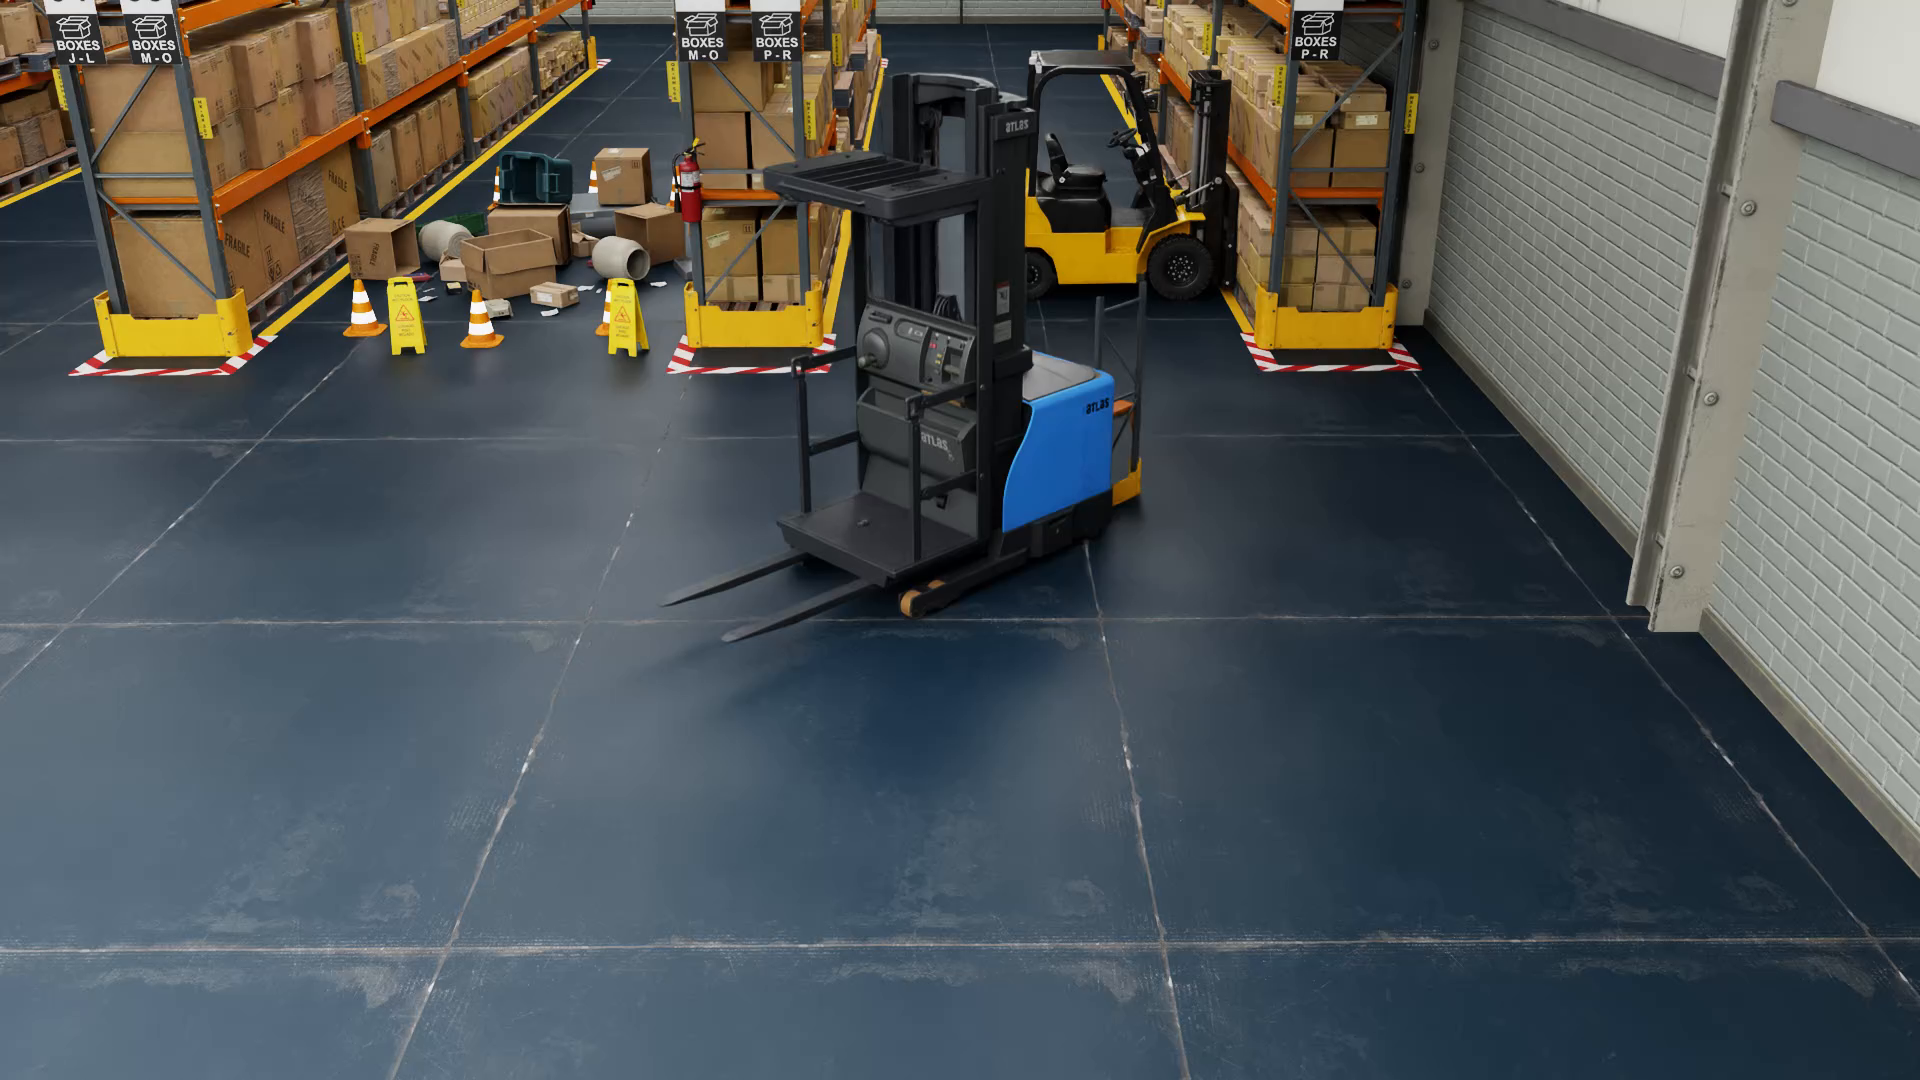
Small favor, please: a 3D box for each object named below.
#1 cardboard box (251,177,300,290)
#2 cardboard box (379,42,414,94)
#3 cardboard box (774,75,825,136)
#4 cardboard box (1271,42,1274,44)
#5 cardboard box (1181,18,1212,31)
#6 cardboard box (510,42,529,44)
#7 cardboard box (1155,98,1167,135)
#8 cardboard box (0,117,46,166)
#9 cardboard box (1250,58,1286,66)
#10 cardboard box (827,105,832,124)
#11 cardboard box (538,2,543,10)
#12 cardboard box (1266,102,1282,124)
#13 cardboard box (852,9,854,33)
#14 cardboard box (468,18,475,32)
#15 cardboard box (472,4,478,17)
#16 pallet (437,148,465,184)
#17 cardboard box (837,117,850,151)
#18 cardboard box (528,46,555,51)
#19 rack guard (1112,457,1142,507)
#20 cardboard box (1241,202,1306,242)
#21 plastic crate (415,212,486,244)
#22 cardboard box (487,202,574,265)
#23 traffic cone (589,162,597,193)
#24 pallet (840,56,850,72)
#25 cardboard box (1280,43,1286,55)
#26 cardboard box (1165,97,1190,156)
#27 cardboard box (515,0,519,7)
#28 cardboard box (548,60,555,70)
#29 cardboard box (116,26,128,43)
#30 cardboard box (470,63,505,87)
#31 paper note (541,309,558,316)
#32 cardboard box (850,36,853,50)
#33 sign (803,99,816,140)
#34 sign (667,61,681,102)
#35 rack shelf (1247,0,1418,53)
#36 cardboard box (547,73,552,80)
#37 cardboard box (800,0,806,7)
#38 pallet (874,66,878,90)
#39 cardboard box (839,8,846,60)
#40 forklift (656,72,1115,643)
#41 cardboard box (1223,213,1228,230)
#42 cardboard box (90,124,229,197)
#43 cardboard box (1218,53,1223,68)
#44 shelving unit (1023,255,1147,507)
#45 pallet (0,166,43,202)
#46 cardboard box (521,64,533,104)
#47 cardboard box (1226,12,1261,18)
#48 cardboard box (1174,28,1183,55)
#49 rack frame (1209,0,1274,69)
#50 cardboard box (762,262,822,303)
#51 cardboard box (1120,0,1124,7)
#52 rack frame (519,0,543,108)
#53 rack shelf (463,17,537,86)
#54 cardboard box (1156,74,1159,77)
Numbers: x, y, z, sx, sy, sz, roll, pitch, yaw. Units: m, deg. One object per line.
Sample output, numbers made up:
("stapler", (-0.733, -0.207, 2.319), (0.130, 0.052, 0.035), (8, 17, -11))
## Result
("cardboard box", (-6.822, -2.879, 15.545), (0.875, 0.875, 0.875), (-1, 24, -1))
("cardboard box", (-6.526, -5.340, 18.796), (0.500, 0.500, 0.500), (0, 24, -1))
("cardboard box", (-1.545, -4.088, 15.667), (0.500, 0.500, 0.500), (-1, 24, -2))
("cardboard box", (3.342, -5.237, 17.781), (0.380, 0.149, 0.250), (-1, 24, -2))
("cardboard box", (2.822, -6.075, 19.634), (0.380, 0.149, 0.250), (0, 24, 1))
("cardboard box", (-7.211, -8.011, 27.051), (0.380, 0.149, 0.250), (0, 24, 0))
("cardboard box", (2.868, -5.624, 22.069), (0.500, 0.500, 0.500), (0, 24, 1))
("cardboard box", (-11.739, -4.887, 20.415), (0.700, 0.500, 0.500), (-2, 24, -5))
("cardboard box", (2.952, -4.461, 15.704), (0.380, 0.149, 0.250), (0, 24, 0))
("cardboard box", (-1.514, -4.378, 17.095), (0.380, 0.149, 0.250), (0, 24, 1))
("cardboard box", (-6.673, -8.290, 25.745), (0.380, 0.149, 0.250), (-1, 24, -3))
("cardboard box", (2.859, -3.690, 14.360), (0.380, 0.149, 0.250), (0, 24, 0))
("cardboard box", (-1.634, -6.744, 21.596), (0.500, 0.250, 0.500), (0, 24, -1))
("cardboard box", (-6.633, -6.795, 21.928), (0.380, 0.149, 0.250), (1, 24, 2))
("cardboard box", (-6.643, -7.049, 22.130), (0.380, 0.149, 0.250), (0, 24, 0))
("pallet", (-6.891, -4.715, 20.919), (1.003, 0.211, 1.213), (0, 24, -1))
("cardboard box", (-1.879, -5.136, 21.145), (0.950, 0.372, 0.625), (-2, 24, -4))
("cardboard box", (-6.692, -7.808, 26.601), (0.380, 0.149, 0.250), (-1, 24, -3))
("rack guard", (1.024, -0.360, 11.243), (0.087, 0.250, 0.587), (20, 31, 38))
("cardboard box", (2.847, -2.895, 15.124), (0.500, 0.250, 0.500), (0, 24, 0))
("plastic crate", (-5.468, -3.342, 17.841), (0.450, 0.188, 0.662), (3, 22, 31))
("cardboard box", (-4.357, -3.100, 16.829), (0.797, 0.637, 0.503), (0, 24, -1))
("traffic cone", (-4.248, -4.190, 19.453), (0.336, 0.463, 0.334), (0, 24, -1))
("pallet", (-1.813, -5.472, 19.441), (1.003, 0.211, 1.213), (0, 24, -1))
("cardboard box", (3.415, -4.884, 16.639), (0.380, 0.149, 0.250), (0, 24, -1))
("cardboard box", (3.081, -5.251, 21.092), (0.875, 0.625, 0.625), (1, 24, 1))
("cardboard box", (-6.665, -7.873, 24.313), (0.380, 0.149, 0.250), (-1, 24, -2))
("cardboard box", (-6.662, -7.566, 26.429), (0.380, 0.149, 0.250), (1, 24, 2))
("cardboard box", (-11.535, -7.001, 22.467), (0.500, 0.500, 0.500), (-1, 24, -2))
("cardboard box", (-6.588, -6.403, 22.881), (0.500, 0.250, 0.500), (0, 24, 0))
("paper note", (-3.789, -2.106, 15.369), (0.148, 0.019, 0.142), (-9, 26, -19))
("cardboard box", (-1.514, -6.104, 20.401), (0.380, 0.149, 0.250), (0, 24, -1))
("sign", (-1.245, -3.475, 13.743), (0.100, 0.325, 0.005), (0, 24, -1))
("sign", (-2.343, -3.755, 13.625), (0.100, 0.325, 0.005), (0, 24, -1))
("rack shelf", (3.154, -4.965, 15.321), (1.077, 0.370, 4.000), (0, 24, -1))
("cardboard box", (-6.608, -7.215, 26.012), (0.380, 0.149, 0.250), (0, 24, -1))
("cardboard box", (-1.467, -4.468, 13.655), (0.380, 0.149, 0.250), (0, 24, -1))
("pallet", (-1.865, -7.570, 27.231), (1.003, 0.211, 1.213), (0, 24, -1))
("cardboard box", (-1.548, -5.703, 18.729), (0.500, 0.500, 0.500), (0, 24, -1))
("forklift", (-0.414, -1.115, 9.658), (3.031, 2.935, 1.130), (-22, 32, -40))
("cardboard box", (2.834, -3.093, 16.169), (0.500, 0.250, 0.500), (0, 24, -1))
("cardboard box", (-6.786, -3.235, 14.081), (0.875, 0.550, 0.550), (0, 24, -1))
("cardboard box", (2.872, -4.959, 17.166), (0.380, 0.149, 0.250), (-1, 24, -1))
("shelving unit", (0.655, -1.067, 11.289), (1.083, 1.500, 0.587), (20, 31, 38))
("pallet", (-11.767, -4.236, 19.860), (1.003, 0.211, 1.213), (0, 24, -1))
("cardboard box", (-6.608, -6.708, 24.464), (0.500, 0.500, 0.500), (-1, 24, -2))
("cardboard box", (3.423, -6.291, 20.112), (0.380, 0.149, 0.250), (-1, 24, -2))
("cardboard box", (2.841, -5.952, 19.845), (0.500, 0.250, 0.500), (-1, 24, -2))
("rack frame", (3.132, -4.750, 17.613), (1.000, 3.000, 0.127), (0, 24, -1))
("cardboard box", (-1.520, -2.350, 15.134), (0.500, 0.250, 0.500), (0, 24, -1))
("cardboard box", (2.730, -8.490, 26.187), (0.380, 0.149, 0.250), (-1, 24, -1))
("rack frame", (-6.868, -7.959, 24.708), (1.000, 3.000, 0.127), (0, 24, -1))
("rack shelf", (-6.846, -6.807, 23.034), (1.077, 0.370, 4.000), (0, 24, -1))
("cardboard box", (2.879, -6.279, 22.729), (0.380, 0.149, 0.250), (0, 24, 1))
